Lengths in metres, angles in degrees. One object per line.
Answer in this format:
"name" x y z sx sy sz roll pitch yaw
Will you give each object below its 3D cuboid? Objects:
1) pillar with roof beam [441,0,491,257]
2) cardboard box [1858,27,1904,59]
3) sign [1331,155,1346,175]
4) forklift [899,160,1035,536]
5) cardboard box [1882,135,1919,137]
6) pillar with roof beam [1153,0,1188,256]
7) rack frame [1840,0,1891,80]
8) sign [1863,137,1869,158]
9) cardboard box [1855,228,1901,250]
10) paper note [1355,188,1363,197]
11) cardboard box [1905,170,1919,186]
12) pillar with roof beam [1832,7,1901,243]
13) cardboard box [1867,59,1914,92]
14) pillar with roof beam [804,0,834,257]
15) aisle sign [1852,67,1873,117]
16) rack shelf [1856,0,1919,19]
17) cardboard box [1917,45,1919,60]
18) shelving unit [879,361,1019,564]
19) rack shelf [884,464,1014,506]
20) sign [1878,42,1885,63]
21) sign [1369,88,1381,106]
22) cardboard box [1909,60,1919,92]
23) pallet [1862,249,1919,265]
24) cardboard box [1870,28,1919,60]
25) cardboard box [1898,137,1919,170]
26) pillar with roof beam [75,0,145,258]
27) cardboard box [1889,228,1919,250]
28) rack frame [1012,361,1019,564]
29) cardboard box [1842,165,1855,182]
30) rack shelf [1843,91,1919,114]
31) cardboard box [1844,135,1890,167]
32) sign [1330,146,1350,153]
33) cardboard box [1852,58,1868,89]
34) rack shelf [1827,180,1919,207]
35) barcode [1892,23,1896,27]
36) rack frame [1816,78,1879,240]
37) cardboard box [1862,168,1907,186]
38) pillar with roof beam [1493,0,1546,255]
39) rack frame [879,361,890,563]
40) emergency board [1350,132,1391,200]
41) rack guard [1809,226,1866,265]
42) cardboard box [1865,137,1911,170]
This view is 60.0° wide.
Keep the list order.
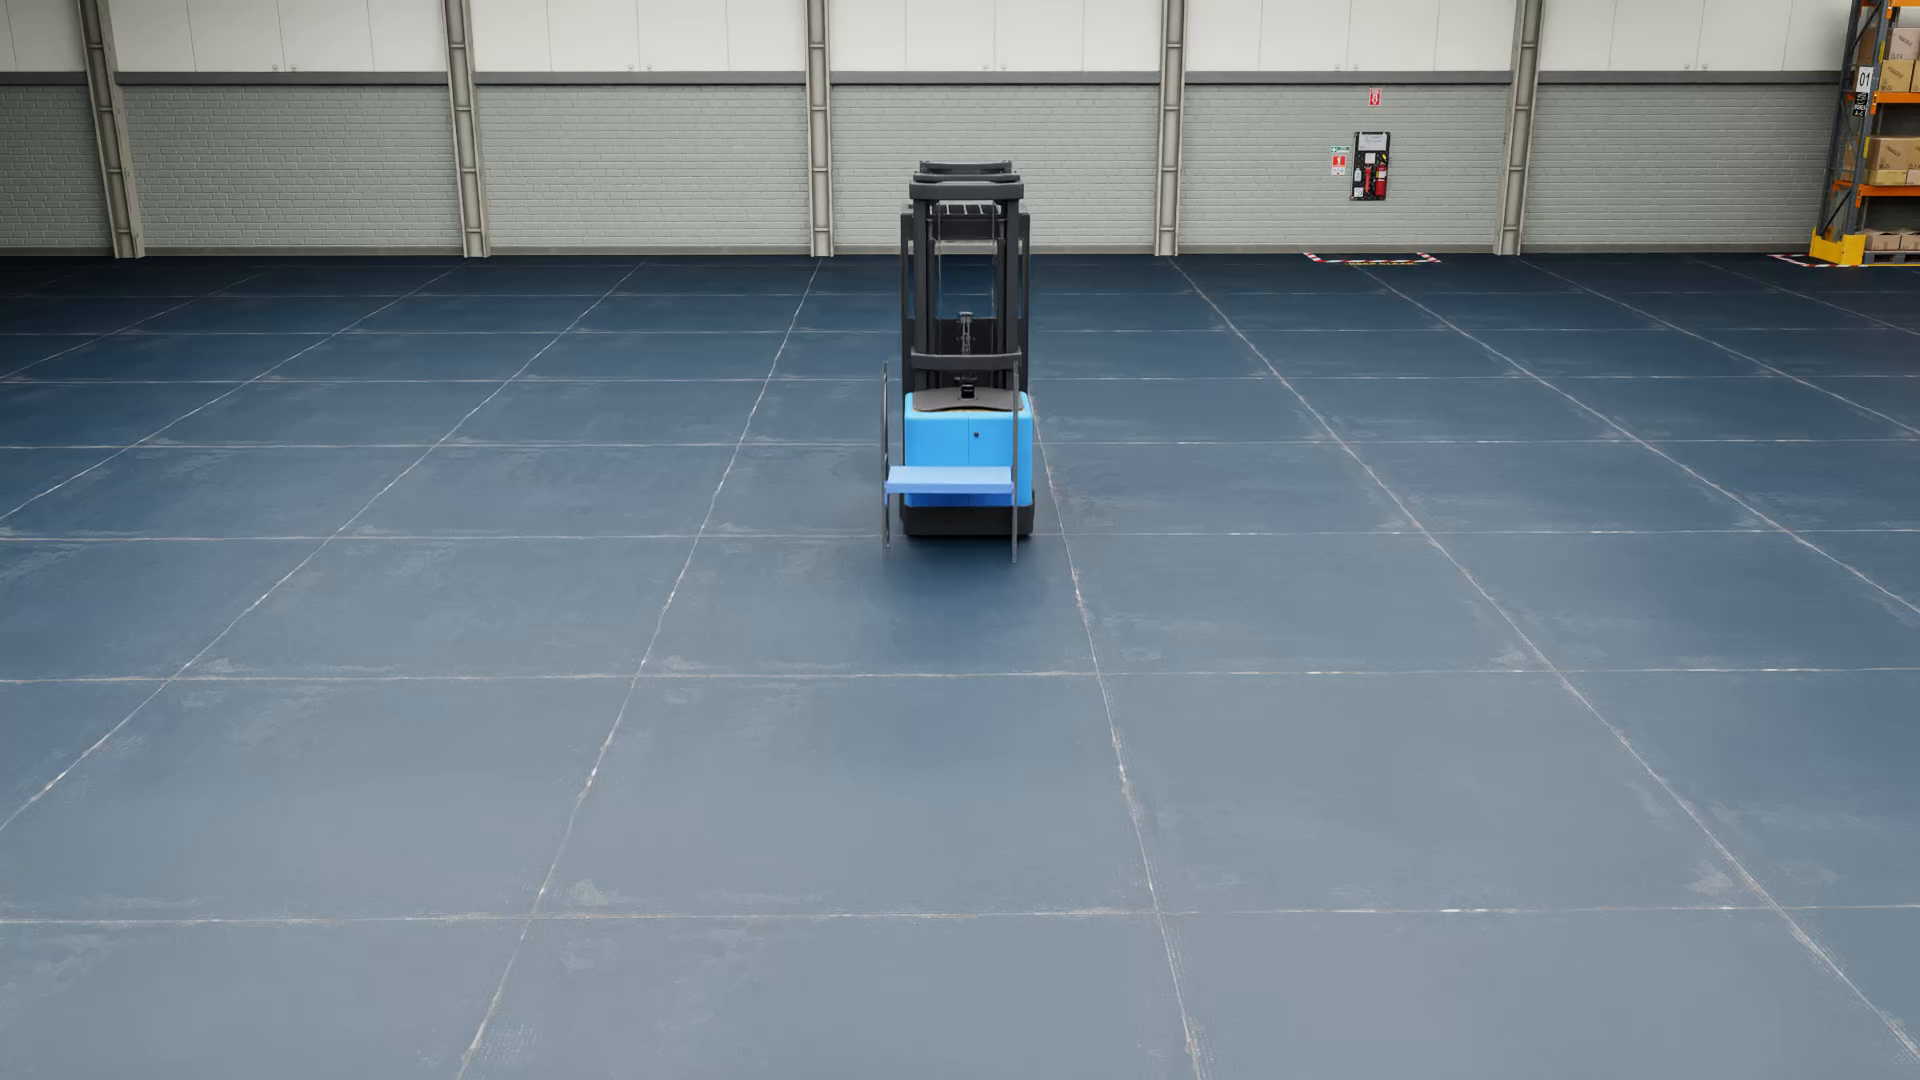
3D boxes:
"pillar with roof beam" -8.332 -7.915 23.488 0.400 9.000 9.100 0 18 -1
"cardboard box" 15.338 -8.264 27.656 0.500 0.500 0.500 1 18 2
"sign" 6.572 -6.505 28.857 0.234 0.329 0.001 0 18 -1
"forklift" 0.036 -1.828 14.447 1.130 2.935 3.031 0 18 -1
"cardboard box" 15.883 -6.583 28.143 0.500 0.500 0.500 0 18 0
"pillar with roof beam" 3.667 -7.972 23.668 0.400 9.000 9.100 0 18 -1
"rack frame" 14.911 -9.078 27.113 0.127 3.000 1.000 0 18 -1
"sign" 14.920 -6.467 27.381 0.005 0.325 0.100 0 18 -1
"cardboard box" 15.604 -5.126 28.298 0.500 0.311 0.500 -2 18 -7
"paper note" 6.949 -6.060 28.970 0.142 0.148 0.016 0 18 -1
"cardboard box" 15.923 -6.071 27.776 0.500 0.250 0.500 -1 18 -3
"pillar with roof beam" 15.665 -8.030 23.849 0.400 9.000 9.100 0 18 -1
"cardboard box" 15.249 -7.632 27.320 0.500 0.500 0.500 0 18 1
"pillar with roof beam" -2.332 -7.944 23.578 0.400 9.000 9.100 0 18 -1
"aisle sign" 14.844 -7.367 27.346 0.004 0.787 0.394 0 18 -1
"rack shelf" 16.911 -8.743 27.254 4.000 0.370 1.077 0 18 -1
"cardboard box" 15.803 -8.097 27.134 0.500 0.500 0.500 0 18 -1
"shelving unit" -0.079 -0.606 12.980 1.048 1.500 0.538 0 18 1
"rack shelf" -0.079 -0.434 13.035 1.000 0.185 0.538 0 18 1
"sign" 14.920 -7.900 26.921 0.005 0.325 0.100 0 18 -1
"sign" 7.117 -7.594 28.513 0.199 0.298 0.001 0 18 -1
"cardboard box" 15.787 -7.623 27.294 0.500 0.500 0.500 1 18 3
"pallet" 15.800 -4.887 28.435 1.213 0.211 1.003 0 18 -1
"cardboard box" 15.300 -8.110 27.175 0.500 0.500 0.500 -2 18 -5
"cardboard box" 15.888 -6.426 27.654 0.500 0.500 0.500 0 18 -1
"pillar with roof beam" -14.331 -7.886 23.398 0.400 9.000 9.100 0 18 -1
"cardboard box" 16.174 -5.129 28.306 0.500 0.311 0.500 1 18 4
"rack frame" 0.430 -0.603 12.973 0.032 1.500 0.500 0 18 1
"cardboard box" 15.376 -6.221 28.241 0.500 0.250 0.500 0 18 0
"rack shelf" 16.911 -7.316 27.711 4.000 0.370 1.077 0 18 -1
"cardboard box" 15.379 -6.583 28.144 0.500 0.500 0.500 0 18 -1
"sign" 6.577 -6.755 28.768 0.331 0.109 0.001 0 18 -1
"cardboard box" 15.324 -7.786 27.801 0.500 0.500 0.500 1 18 3
"rack shelf" 16.911 -5.888 28.170 4.000 0.370 1.077 0 18 -1
"barcode" 15.613 -8.615 27.799 0.075 0.075 0.001 0 18 -1
"rack frame" 14.911 -6.221 28.030 0.127 3.000 1.000 0 18 -1
"cardboard box" 15.404 -6.064 27.755 0.500 0.250 0.500 -1 18 -2
"pillar with roof beam" 9.666 -8.001 23.758 0.400 9.000 9.100 0 18 -1
"rack frame" -0.587 -0.608 12.987 0.032 1.500 0.500 0 18 1
"emergency board" 7.127 -6.459 28.773 0.643 1.169 0.194 0 18 -1
"rack guard" 14.987 -5.031 28.413 0.348 0.500 1.175 0 18 -1
"cardboard box" 15.393 -6.427 27.656 0.500 0.500 0.500 0 18 -1
